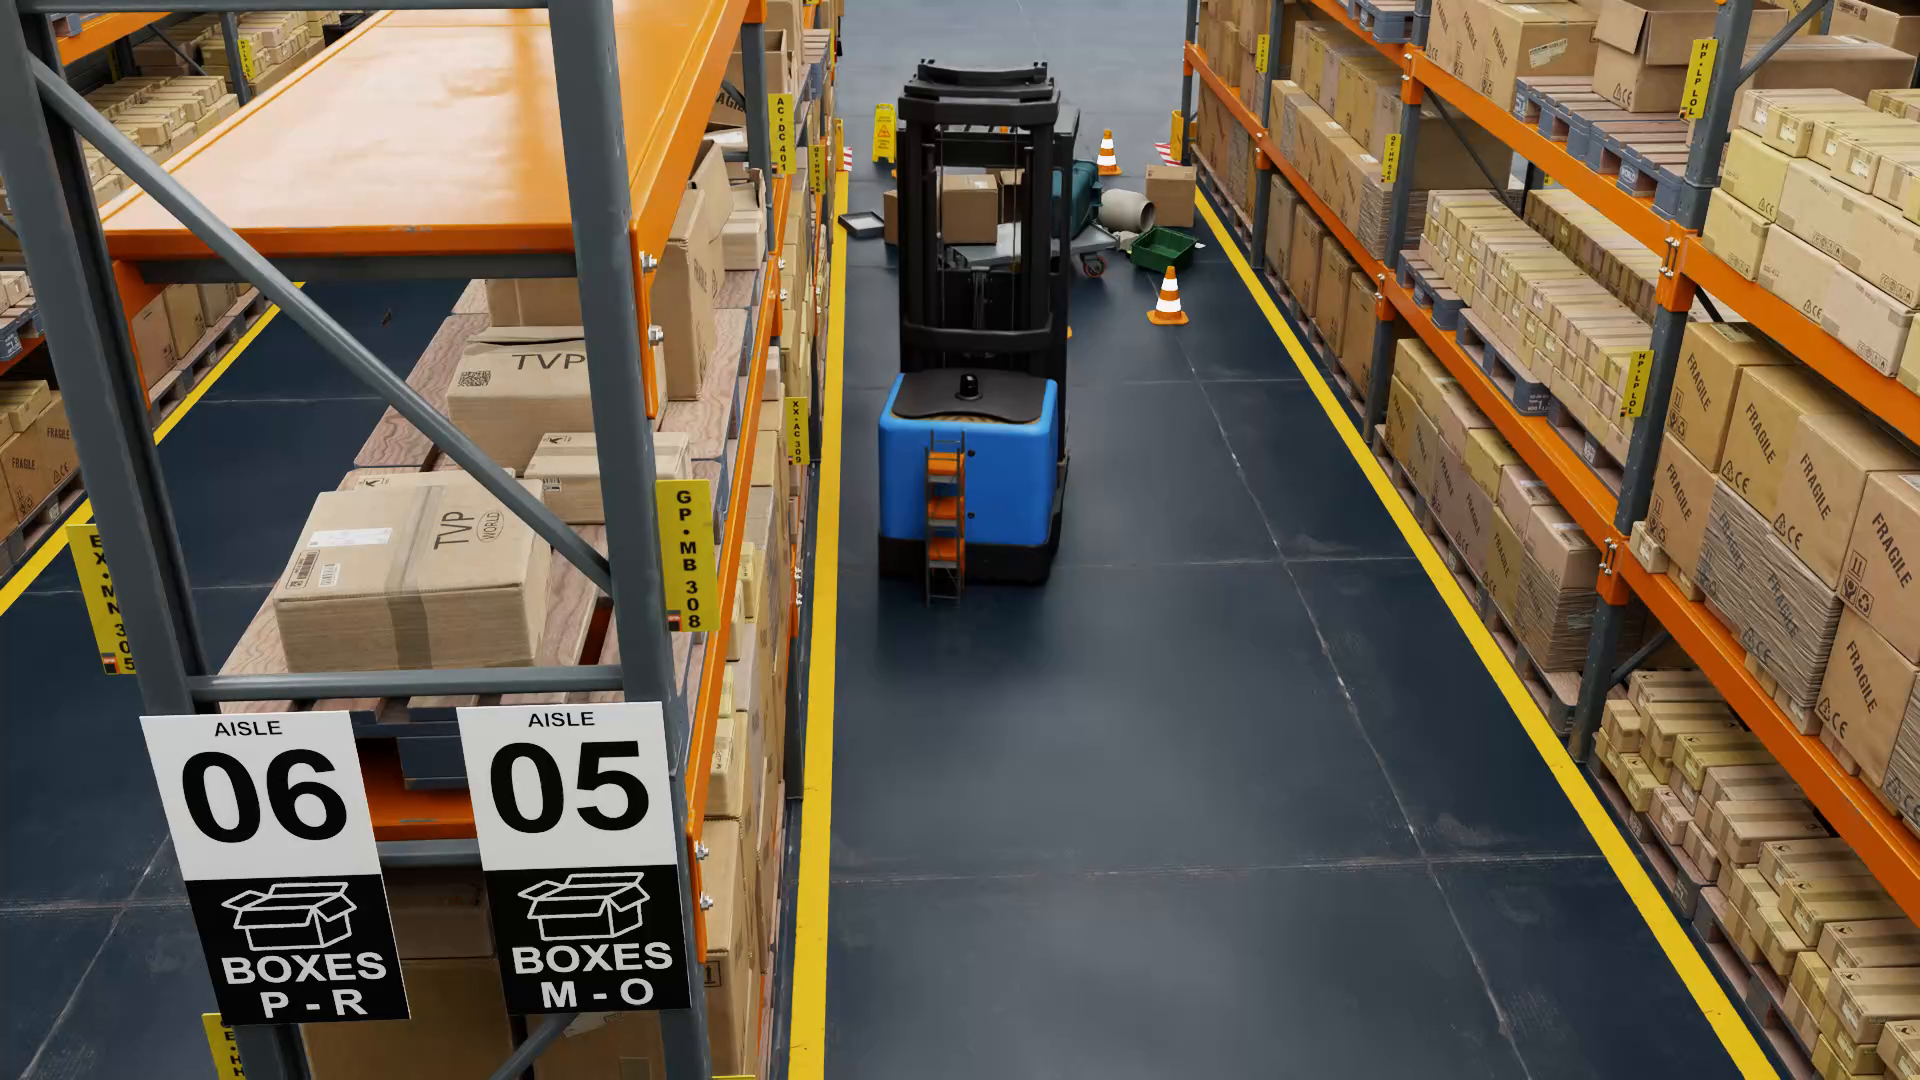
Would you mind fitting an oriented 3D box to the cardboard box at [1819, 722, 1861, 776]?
[{"bbox_3d":[3.523,0.763,6.316,0.380,0.149,0.250,0,28,-1],"label":"cardboard box"}]

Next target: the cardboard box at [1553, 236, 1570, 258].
[{"bbox_3d":[3.961,-1.809,10.471,0.380,0.149,0.250,-1,28,-1],"label":"cardboard box"}]

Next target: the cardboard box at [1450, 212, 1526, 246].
[{"bbox_3d":[3.304,-1.947,10.414,0.380,0.149,0.250,-2,28,-3],"label":"cardboard box"}]

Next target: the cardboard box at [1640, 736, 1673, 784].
[{"bbox_3d":[3.460,1.019,7.860,0.380,0.149,0.250,-1,28,-2],"label":"cardboard box"}]

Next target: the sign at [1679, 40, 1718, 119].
[{"bbox_3d":[3.103,-1.936,6.989,0.100,0.325,0.005,-1,28,-3],"label":"sign"}]

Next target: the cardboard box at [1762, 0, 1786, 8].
[{"bbox_3d":[7.873,-5.036,15.652,0.500,0.500,0.500,-1,28,-3],"label":"cardboard box"}]

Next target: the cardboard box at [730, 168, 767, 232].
[{"bbox_3d":[-0.928,-1.265,6.270,0.396,0.266,0.258,-1,28,-1],"label":"cardboard box"}]

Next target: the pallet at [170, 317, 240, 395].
[{"bbox_3d":[-6.511,-1.483,13.366,1.003,0.211,1.213,-1,28,-3],"label":"pallet"}]

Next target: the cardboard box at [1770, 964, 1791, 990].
[{"bbox_3d":[3.554,1.754,6.772,0.380,0.149,0.250,-1,28,-1],"label":"cardboard box"}]

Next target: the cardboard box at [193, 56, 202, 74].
[{"bbox_3d":[-6.976,-4.213,14.774,0.380,0.149,0.250,-2,28,-4],"label":"cardboard box"}]

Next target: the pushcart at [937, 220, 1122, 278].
[{"bbox_3d":[0.576,-2.661,15.444,1.648,0.377,0.936,-11,30,-20],"label":"pushcart"}]

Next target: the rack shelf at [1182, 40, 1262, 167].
[{"bbox_3d":[3.135,-4.516,16.943,1.077,0.370,4.000,-1,28,-3],"label":"rack shelf"}]

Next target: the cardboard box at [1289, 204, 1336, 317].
[{"bbox_3d":[3.409,-2.370,14.030,1.050,0.750,0.750,-1,28,-3],"label":"cardboard box"}]

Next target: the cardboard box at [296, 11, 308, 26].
[{"bbox_3d":[-6.549,-5.066,16.089,0.380,0.149,0.250,-1,28,-2],"label":"cardboard box"}]

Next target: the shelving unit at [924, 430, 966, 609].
[{"bbox_3d":[-0.086,-0.117,9.840,0.215,1.050,0.252,3,28,6],"label":"shelving unit"}]

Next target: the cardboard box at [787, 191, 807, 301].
[{"bbox_3d":[-1.147,-1.687,9.552,0.500,0.500,0.500,-1,28,-3],"label":"cardboard box"}]

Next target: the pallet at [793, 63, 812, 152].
[{"bbox_3d":[-1.341,-2.332,8.938,1.003,0.211,1.213,0,28,0],"label":"pallet"}]

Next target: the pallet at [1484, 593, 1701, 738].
[{"bbox_3d":[3.615,0.660,9.257,1.003,0.211,1.213,-1,28,-3],"label":"pallet"}]

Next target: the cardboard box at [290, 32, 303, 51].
[{"bbox_3d":[-6.447,-4.701,15.710,0.380,0.149,0.250,-2,28,-4],"label":"cardboard box"}]

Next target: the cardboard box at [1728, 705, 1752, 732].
[{"bbox_3d":[3.991,0.867,8.152,0.380,0.149,0.250,-1,28,-2],"label":"cardboard box"}]

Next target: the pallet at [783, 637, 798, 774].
[{"bbox_3d":[-1.396,0.831,8.929,1.003,0.211,1.213,-1,28,-3],"label":"pallet"}]

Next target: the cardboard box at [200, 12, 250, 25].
[{"bbox_3d":[-6.990,-4.938,15.842,0.380,0.149,0.250,-1,28,-1],"label":"cardboard box"}]

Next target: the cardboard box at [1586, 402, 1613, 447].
[{"bbox_3d":[3.425,-0.591,8.456,0.380,0.149,0.250,-1,28,-2],"label":"cardboard box"}]

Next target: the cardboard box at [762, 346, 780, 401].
[{"bbox_3d":[-0.947,-0.692,6.942,0.380,0.149,0.250,-2,28,-4],"label":"cardboard box"}]

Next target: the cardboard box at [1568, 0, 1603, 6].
[{"bbox_3d":[3.771,-2.951,9.812,0.500,0.500,0.500,-1,28,-3],"label":"cardboard box"}]

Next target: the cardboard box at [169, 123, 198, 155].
[{"bbox_3d":[-6.319,-3.085,13.042,0.500,0.250,0.500,-1,28,-2],"label":"cardboard box"}]

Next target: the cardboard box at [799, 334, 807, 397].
[{"bbox_3d":[-1.077,-0.890,8.834,0.500,0.250,0.500,-1,28,-2],"label":"cardboard box"}]

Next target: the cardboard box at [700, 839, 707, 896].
[{"bbox_3d":[-0.814,0.850,3.985,0.380,0.149,0.250,-1,28,-2],"label":"cardboard box"}]

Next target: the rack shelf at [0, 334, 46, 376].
[{"bbox_3d":[-6.342,-0.534,9.308,1.077,0.370,4.000,-1,28,-3],"label":"rack shelf"}]

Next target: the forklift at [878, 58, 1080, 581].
[{"bbox_3d":[0.181,-1.703,10.845,1.130,2.935,3.031,3,28,6],"label":"forklift"}]

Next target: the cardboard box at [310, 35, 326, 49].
[{"bbox_3d":[-6.531,-4.818,16.636,0.500,0.500,0.500,-2,28,-4],"label":"cardboard box"}]

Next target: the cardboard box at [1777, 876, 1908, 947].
[{"bbox_3d":[3.525,1.483,6.648,0.380,0.149,0.250,-1,28,-2],"label":"cardboard box"}]

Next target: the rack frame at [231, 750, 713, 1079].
[{"bbox_3d":[-1.072,1.796,4.062,1.000,3.000,0.127,-1,28,-3],"label":"rack frame"}]

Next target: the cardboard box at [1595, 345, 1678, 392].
[{"bbox_3d":[3.427,-0.860,8.330,0.380,0.149,0.250,-2,28,-4],"label":"cardboard box"}]

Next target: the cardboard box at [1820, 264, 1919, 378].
[{"bbox_3d":[3.461,-0.788,5.936,0.500,0.250,0.500,0,28,0],"label":"cardboard box"}]

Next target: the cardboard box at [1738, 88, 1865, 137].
[{"bbox_3d":[3.431,-1.739,6.787,0.380,0.149,0.250,-2,28,-4],"label":"cardboard box"}]

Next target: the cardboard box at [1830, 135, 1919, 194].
[{"bbox_3d":[3.449,-1.377,6.093,0.380,0.149,0.250,-2,28,-4],"label":"cardboard box"}]

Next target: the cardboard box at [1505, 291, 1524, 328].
[{"bbox_3d":[3.360,-1.324,9.540,0.380,0.149,0.250,0,28,-1],"label":"cardboard box"}]

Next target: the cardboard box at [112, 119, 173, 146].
[{"bbox_3d":[-6.228,-3.093,12.628,0.380,0.149,0.250,-2,28,-4],"label":"cardboard box"}]

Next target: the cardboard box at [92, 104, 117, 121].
[{"bbox_3d":[-6.855,-3.315,13.052,0.380,0.149,0.250,-1,28,-3],"label":"cardboard box"}]

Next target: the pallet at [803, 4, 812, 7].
[{"bbox_3d":[-1.715,-4.226,12.568,1.213,0.211,1.003,-1,28,-3],"label":"pallet"}]

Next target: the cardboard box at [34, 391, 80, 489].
[{"bbox_3d":[-6.209,-0.664,11.029,0.500,0.500,0.500,-1,28,-1],"label":"cardboard box"}]

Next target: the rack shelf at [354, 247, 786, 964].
[{"bbox_3d":[-1.176,-0.138,5.306,1.077,0.370,4.000,-1,28,-3],"label":"rack shelf"}]

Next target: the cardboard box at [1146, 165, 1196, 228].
[{"bbox_3d":[2.134,-3.497,16.911,0.500,0.500,0.500,3,28,6],"label":"cardboard box"}]

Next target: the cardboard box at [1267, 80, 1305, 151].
[{"bbox_3d":[2.998,-3.707,14.505,0.500,0.500,0.500,-1,28,-2],"label":"cardboard box"}]

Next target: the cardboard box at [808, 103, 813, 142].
[{"bbox_3d":[-1.350,-2.960,12.297,0.500,0.500,0.500,-1,28,-2],"label":"cardboard box"}]

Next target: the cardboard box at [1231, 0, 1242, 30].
[{"bbox_3d":[3.184,-5.377,16.485,0.875,0.550,0.500,-1,28,-3],"label":"cardboard box"}]

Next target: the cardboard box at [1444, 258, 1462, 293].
[{"bbox_3d":[3.299,-1.679,10.543,0.380,0.149,0.250,0,28,0],"label":"cardboard box"}]

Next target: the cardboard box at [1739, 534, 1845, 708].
[{"bbox_3d":[3.455,0.303,6.495,0.500,0.500,0.500,-2,28,-4],"label":"cardboard box"}]

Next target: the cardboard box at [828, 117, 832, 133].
[{"bbox_3d":[-1.452,-4.032,16.244,0.380,0.149,0.250,0,28,0],"label":"cardboard box"}]

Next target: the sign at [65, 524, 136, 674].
[{"bbox_3d":[-1.614,0.116,3.169,0.100,0.325,0.005,-1,28,-3],"label":"sign"}]

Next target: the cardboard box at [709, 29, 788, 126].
[{"bbox_3d":[-1.037,-2.025,7.584,0.500,0.500,0.500,-2,28,-4],"label":"cardboard box"}]

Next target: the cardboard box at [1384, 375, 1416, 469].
[{"bbox_3d":[3.231,-0.809,11.307,0.500,0.500,0.500,-3,28,-5],"label":"cardboard box"}]

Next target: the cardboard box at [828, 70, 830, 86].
[{"bbox_3d":[-1.506,-4.595,15.887,0.500,0.500,0.500,-2,28,-3],"label":"cardboard box"}]

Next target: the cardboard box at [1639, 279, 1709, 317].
[{"bbox_3d":[4.028,-1.346,9.261,0.380,0.149,0.250,0,28,-1],"label":"cardboard box"}]
